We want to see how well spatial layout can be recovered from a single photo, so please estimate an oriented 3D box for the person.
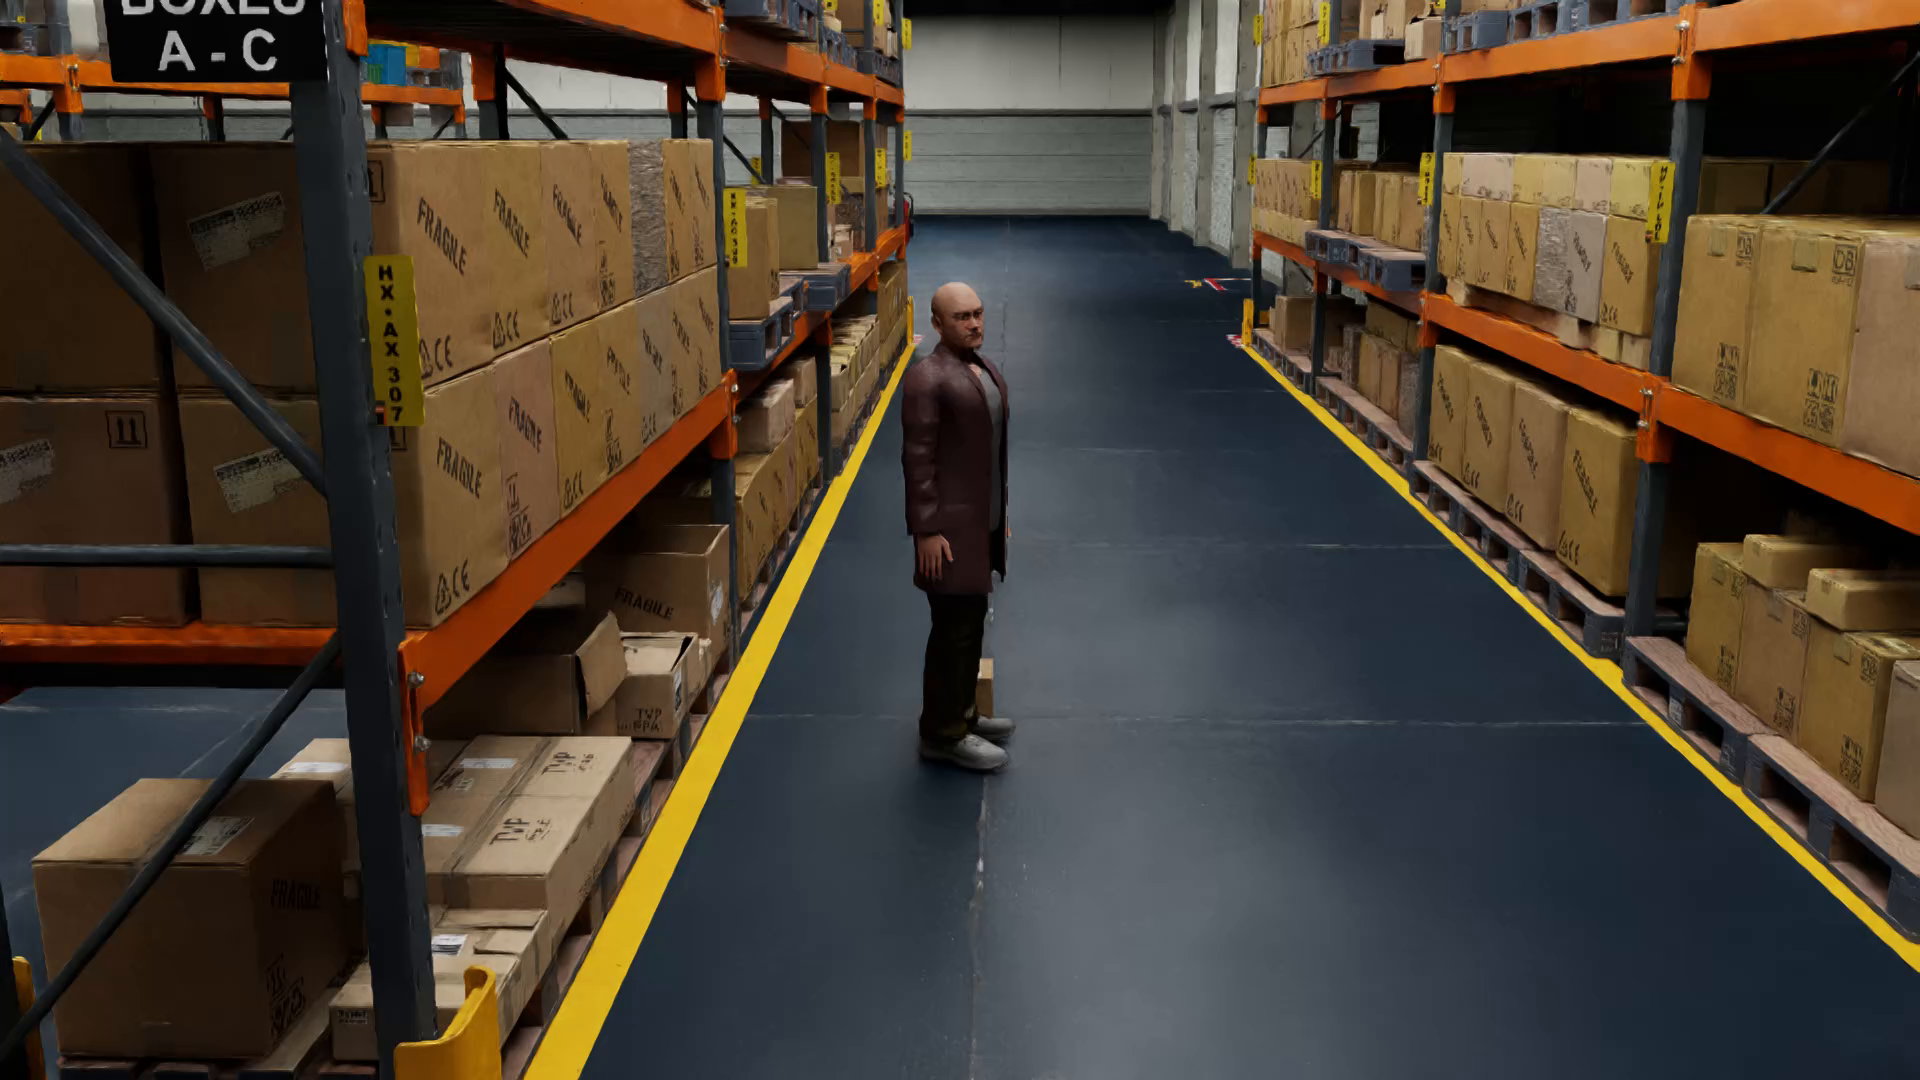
[{"bbox_3d":[0.038,-0.063,6.190,0.437,1.780,0.674,6,15,24],"label":"person"}]
